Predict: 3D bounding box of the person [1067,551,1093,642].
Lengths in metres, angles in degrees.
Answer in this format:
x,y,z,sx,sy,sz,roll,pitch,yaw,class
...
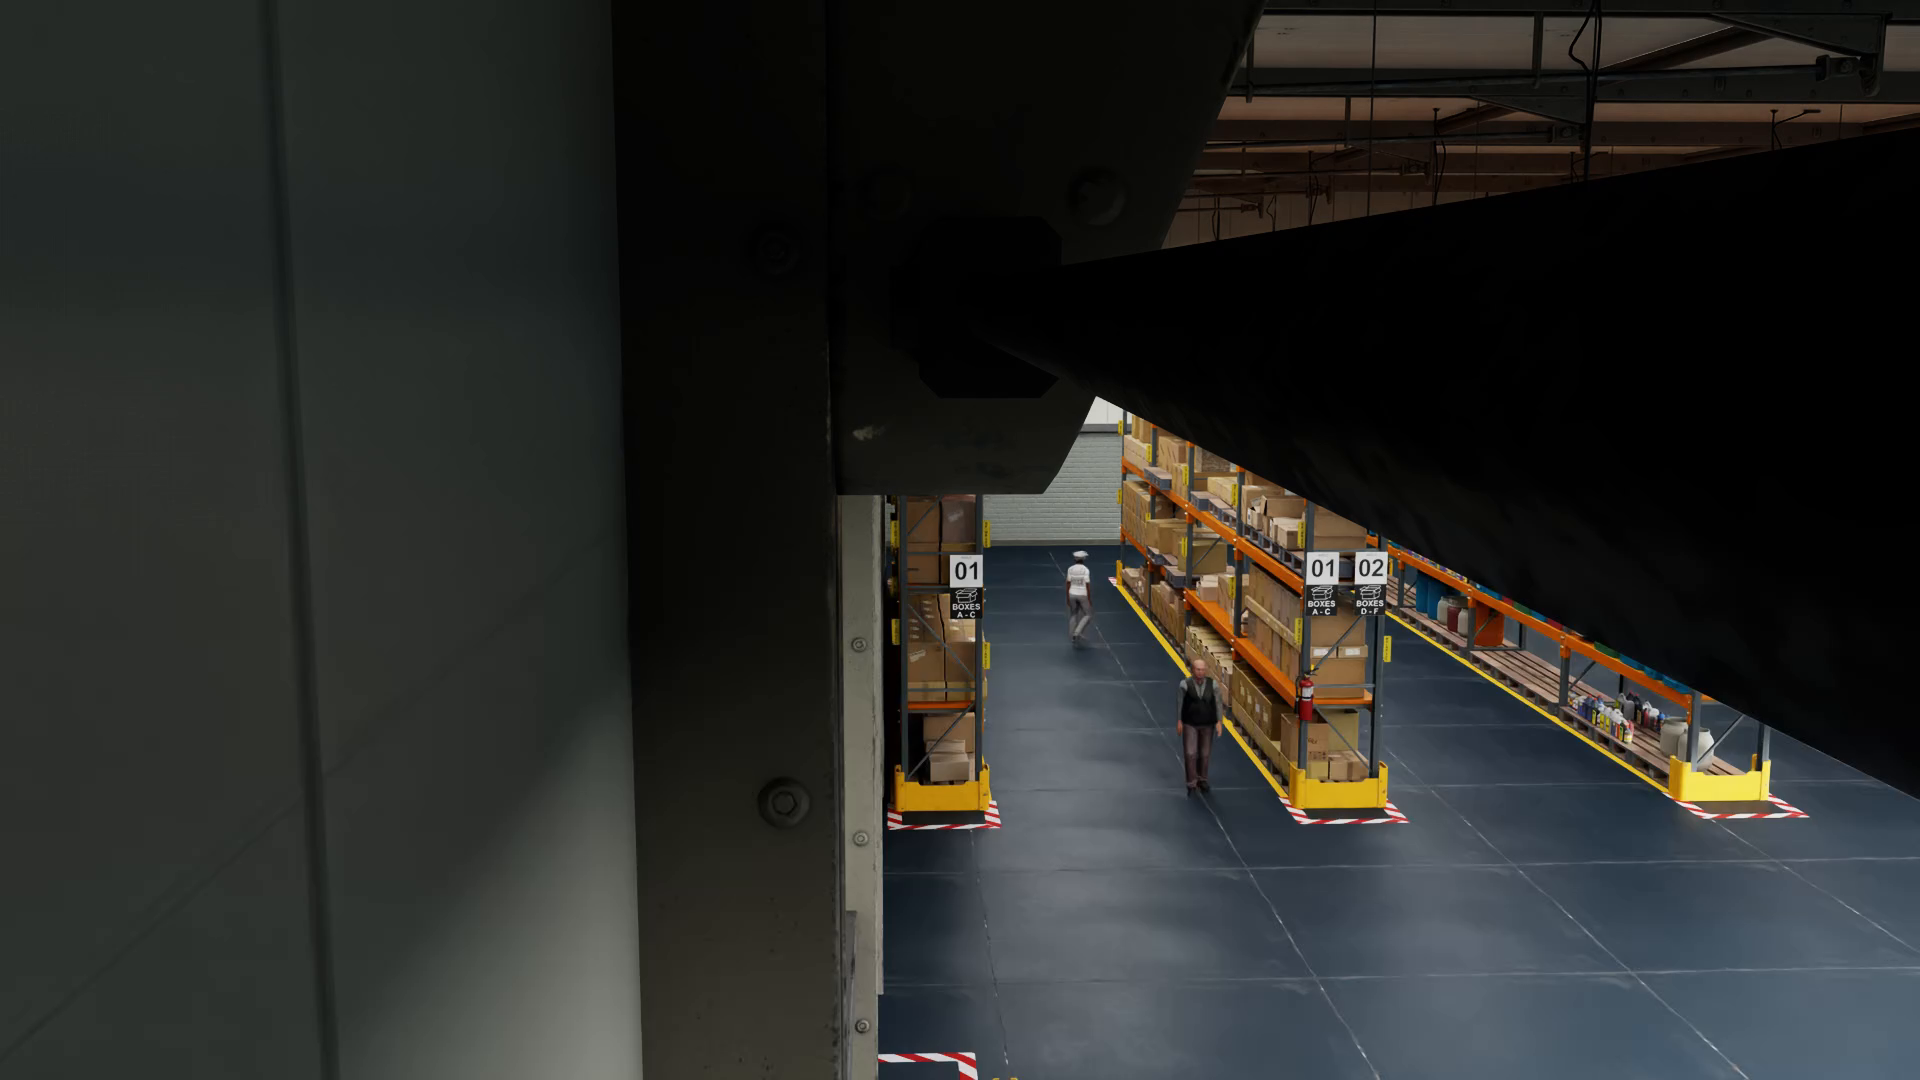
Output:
x,y,z,sx,sy,sz,roll,pitch,yaw,class
2.143,1.053,30.270,0.493,1.667,0.517,5,10,32,person

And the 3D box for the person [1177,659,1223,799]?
x,y,z,sx,sy,sz,roll,pitch,yaw,class
3.056,2.391,21.171,0.580,1.766,0.580,0,8,2,person
